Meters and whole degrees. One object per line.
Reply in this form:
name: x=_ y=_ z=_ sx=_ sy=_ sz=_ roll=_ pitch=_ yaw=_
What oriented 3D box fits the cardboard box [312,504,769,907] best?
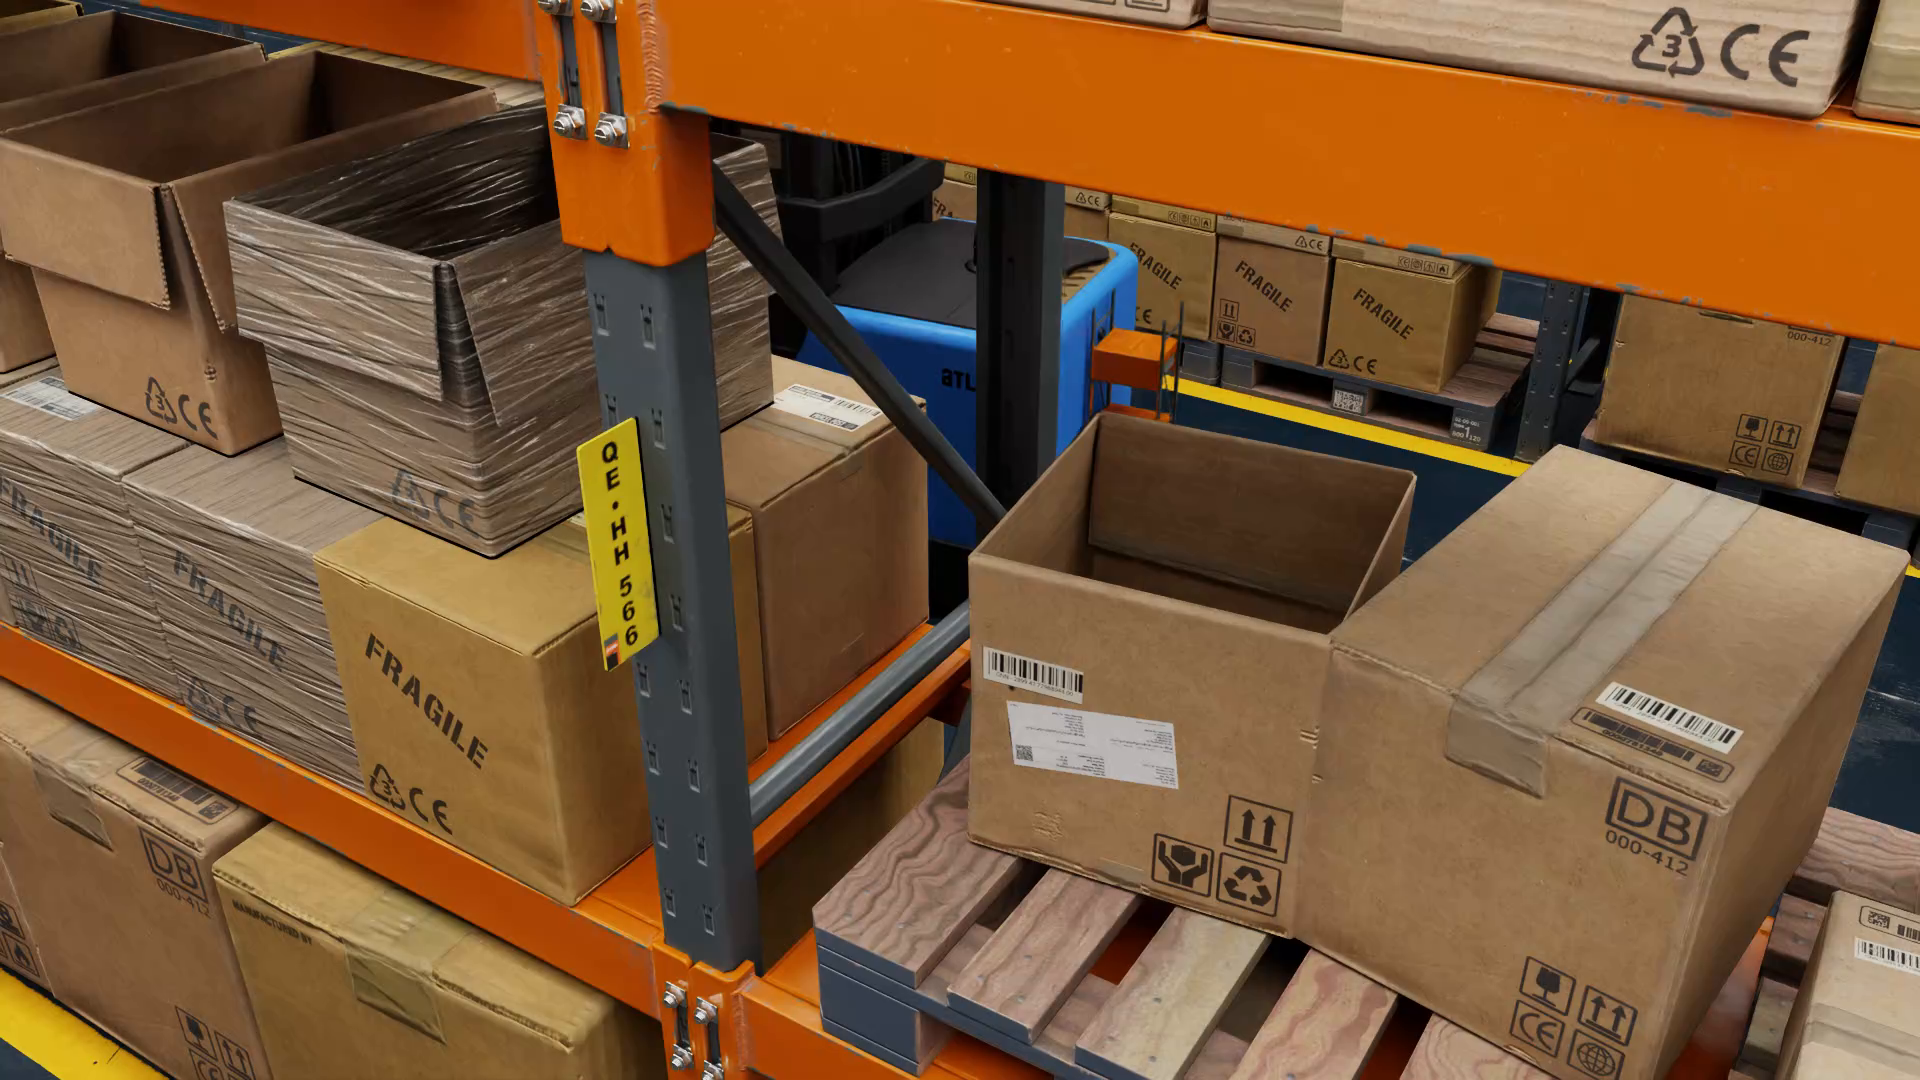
cardboard box: x=-0.689 y=0.202 z=2.827 sx=0.500 sy=0.500 sz=0.500 roll=19 pitch=35 yaw=29

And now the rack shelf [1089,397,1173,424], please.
rack shelf: x=0.591 y=-0.316 z=5.770 sx=0.240 sy=0.259 sz=0.215 roll=13 pitch=33 yaw=21

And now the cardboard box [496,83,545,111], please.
cardboard box: x=-2.388 y=-2.399 z=9.207 sx=0.250 sy=0.149 sz=0.380 roll=16 pitch=34 yaw=26

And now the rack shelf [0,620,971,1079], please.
rack shelf: x=-1.833 y=0.047 z=3.907 sx=4.000 sy=0.370 sz=1.077 roll=18 pitch=35 yaw=27

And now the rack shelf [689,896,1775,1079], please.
rack shelf: x=1.555 y=1.118 z=2.070 sx=4.000 sy=0.370 sz=1.077 roll=18 pitch=35 yaw=27

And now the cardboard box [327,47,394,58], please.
cardboard box: x=-3.632 y=-2.860 z=9.998 sx=0.250 sy=0.149 sz=0.380 roll=18 pitch=35 yaw=28

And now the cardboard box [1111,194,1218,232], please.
cardboard box: x=1.009 y=-1.588 z=7.316 sx=0.500 sy=0.250 sz=0.500 roll=18 pitch=35 yaw=28

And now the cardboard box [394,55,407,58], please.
cardboard box: x=-3.427 y=-3.043 z=10.311 sx=0.250 sy=0.149 sz=0.380 roll=18 pitch=35 yaw=28

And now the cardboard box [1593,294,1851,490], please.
cardboard box: x=3.052 y=-0.826 z=6.505 sx=0.750 sy=0.750 sz=1.050 roll=17 pitch=34 yaw=27

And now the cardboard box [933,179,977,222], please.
cardboard box: x=0.130 y=-1.539 z=7.975 sx=0.500 sy=0.500 sz=0.500 roll=19 pitch=35 yaw=29

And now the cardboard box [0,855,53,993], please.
cardboard box: x=-2.217 y=0.339 z=4.385 sx=0.875 sy=0.875 sz=1.225 roll=16 pitch=34 yaw=26

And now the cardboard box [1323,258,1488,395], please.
cardboard box: x=1.887 y=-0.984 z=7.025 sx=0.500 sy=0.500 sz=0.500 roll=17 pitch=34 yaw=27

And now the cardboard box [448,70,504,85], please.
cardboard box: x=-2.804 y=-2.539 z=9.447 sx=0.250 sy=0.149 sz=0.380 roll=18 pitch=35 yaw=28

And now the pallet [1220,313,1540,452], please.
pallet: x=1.923 y=-0.824 z=7.452 sx=1.213 sy=0.211 sz=1.003 roll=18 pitch=35 yaw=27

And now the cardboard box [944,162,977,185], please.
cardboard box: x=0.134 y=-1.863 z=7.786 sx=0.500 sy=0.250 sz=0.500 roll=19 pitch=35 yaw=29

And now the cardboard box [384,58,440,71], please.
cardboard box: x=-3.232 y=-2.707 z=9.735 sx=0.250 sy=0.149 sz=0.380 roll=16 pitch=34 yaw=25

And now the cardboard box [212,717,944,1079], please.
cardboard box: x=-0.712 y=0.814 z=3.569 sx=0.875 sy=0.875 sz=1.225 roll=16 pitch=34 yaw=25

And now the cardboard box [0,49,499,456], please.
cardboard box: x=-1.300 y=-0.583 z=3.178 sx=0.637 sy=0.503 sz=0.797 roll=18 pitch=35 yaw=28

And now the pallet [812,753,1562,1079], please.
pallet: x=0.521 y=0.500 z=2.606 sx=1.003 sy=0.211 sz=1.213 roll=18 pitch=35 yaw=27

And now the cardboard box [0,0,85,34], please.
cardboard box: x=-2.406 y=-0.920 z=3.755 sx=0.637 sy=0.503 sz=0.797 roll=18 pitch=35 yaw=28

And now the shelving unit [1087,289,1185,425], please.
shelving unit: x=0.591 y=-0.325 z=5.765 sx=0.252 sy=1.050 sz=0.215 roll=13 pitch=33 yaw=21

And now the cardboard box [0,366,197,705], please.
cardboard box: x=-1.549 y=-0.072 z=3.297 sx=0.500 sy=0.500 sz=0.500 roll=16 pitch=34 yaw=26

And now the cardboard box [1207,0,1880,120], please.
cardboard box: x=0.558 y=-0.587 z=1.451 sx=0.500 sy=0.250 sz=0.500 roll=18 pitch=35 yaw=29

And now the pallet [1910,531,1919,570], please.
pallet: x=4.241 y=-0.043 z=6.114 sx=1.213 sy=0.211 sz=1.003 roll=18 pitch=35 yaw=27

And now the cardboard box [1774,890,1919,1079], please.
cardboard box: x=1.158 y=0.702 z=1.801 sx=0.500 sy=0.250 sz=0.500 roll=17 pitch=34 yaw=26

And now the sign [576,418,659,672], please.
sign: x=-0.431 y=0.009 z=2.108 sx=0.005 sy=0.325 sz=0.100 roll=18 pitch=35 yaw=27

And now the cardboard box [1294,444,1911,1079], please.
cardboard box: x=0.866 y=0.282 z=2.274 sx=0.500 sy=0.500 sz=0.700 roll=23 pitch=38 yaw=34

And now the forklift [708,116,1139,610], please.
forklift: x=-0.910 y=-1.480 z=5.878 sx=3.031 sy=2.935 sz=1.130 roll=13 pitch=33 yaw=21

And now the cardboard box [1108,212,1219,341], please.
cardboard box: x=0.993 y=-1.260 z=7.497 sx=0.500 sy=0.500 sz=0.500 roll=16 pitch=34 yaw=25

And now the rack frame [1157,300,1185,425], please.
rack frame: x=0.702 y=-0.299 z=5.721 sx=0.008 sy=1.050 sz=0.200 roll=13 pitch=33 yaw=21

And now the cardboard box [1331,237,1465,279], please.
cardboard box: x=1.865 y=-1.315 z=6.847 sx=0.500 sy=0.250 sz=0.500 roll=17 pitch=34 yaw=26

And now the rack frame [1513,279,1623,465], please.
rack frame: x=2.584 y=-1.818 z=6.390 sx=0.127 sy=3.000 sz=1.000 roll=18 pitch=35 yaw=27
